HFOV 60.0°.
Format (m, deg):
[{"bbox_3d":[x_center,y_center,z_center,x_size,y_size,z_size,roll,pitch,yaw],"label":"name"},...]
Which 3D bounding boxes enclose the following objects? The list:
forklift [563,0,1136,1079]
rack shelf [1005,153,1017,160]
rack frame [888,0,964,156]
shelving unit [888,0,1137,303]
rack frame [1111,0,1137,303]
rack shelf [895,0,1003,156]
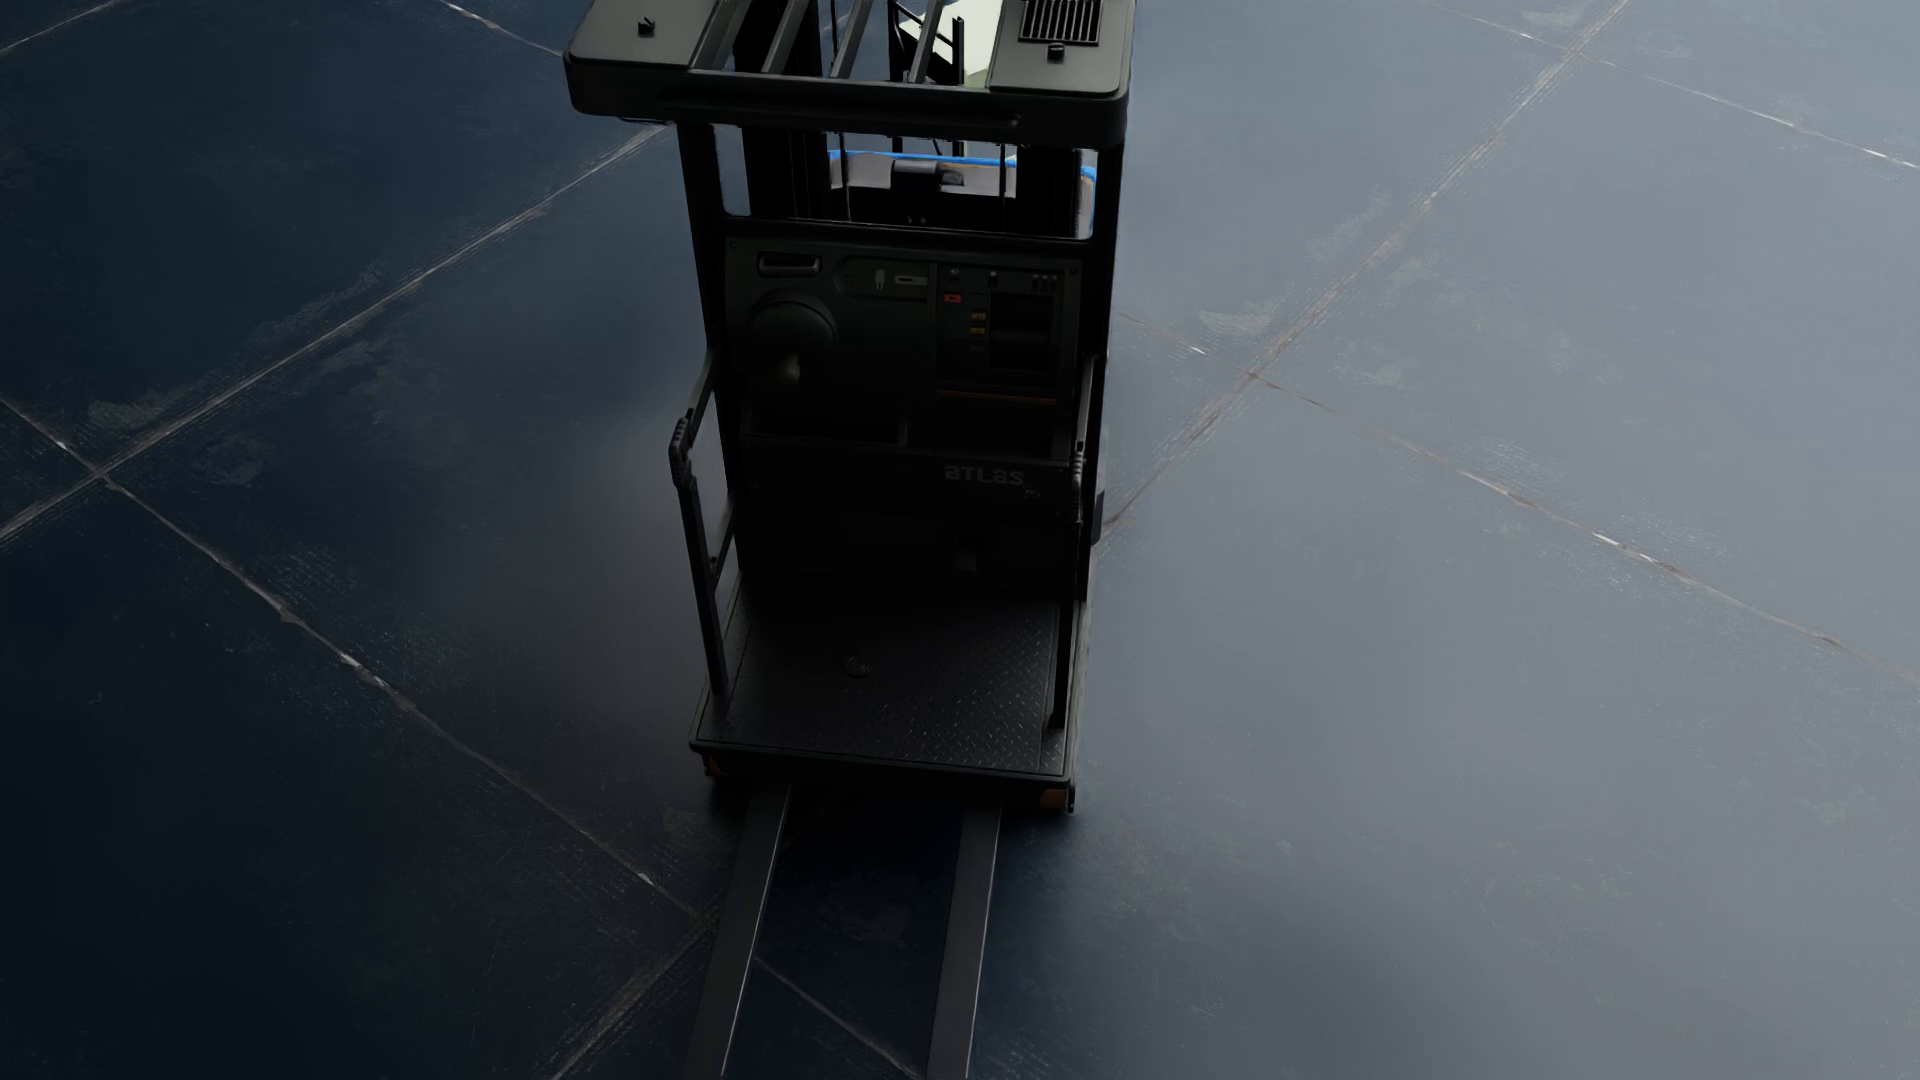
[{"bbox_3d":[-0.175,-0.481,4.183,1.130,2.935,3.031,5,47,5],"label":"forklift"},{"bbox_3d":[0.181,-1.169,6.280,0.720,0.370,0.431,-28,52,-24],"label":"rack shelf"},{"bbox_3d":[-0.114,-1.237,5.895,0.023,1.500,0.400,-28,52,-24],"label":"rack frame"},{"bbox_3d":[0.181,-1.394,6.045,0.755,1.500,0.431,-28,52,-24],"label":"shelving unit"},{"bbox_3d":[0.475,-1.551,6.195,0.023,1.500,0.400,-28,52,-24],"label":"rack frame"},{"bbox_3d":[0.181,-1.664,5.763,0.720,0.370,0.431,-28,52,-24],"label":"rack shelf"}]
